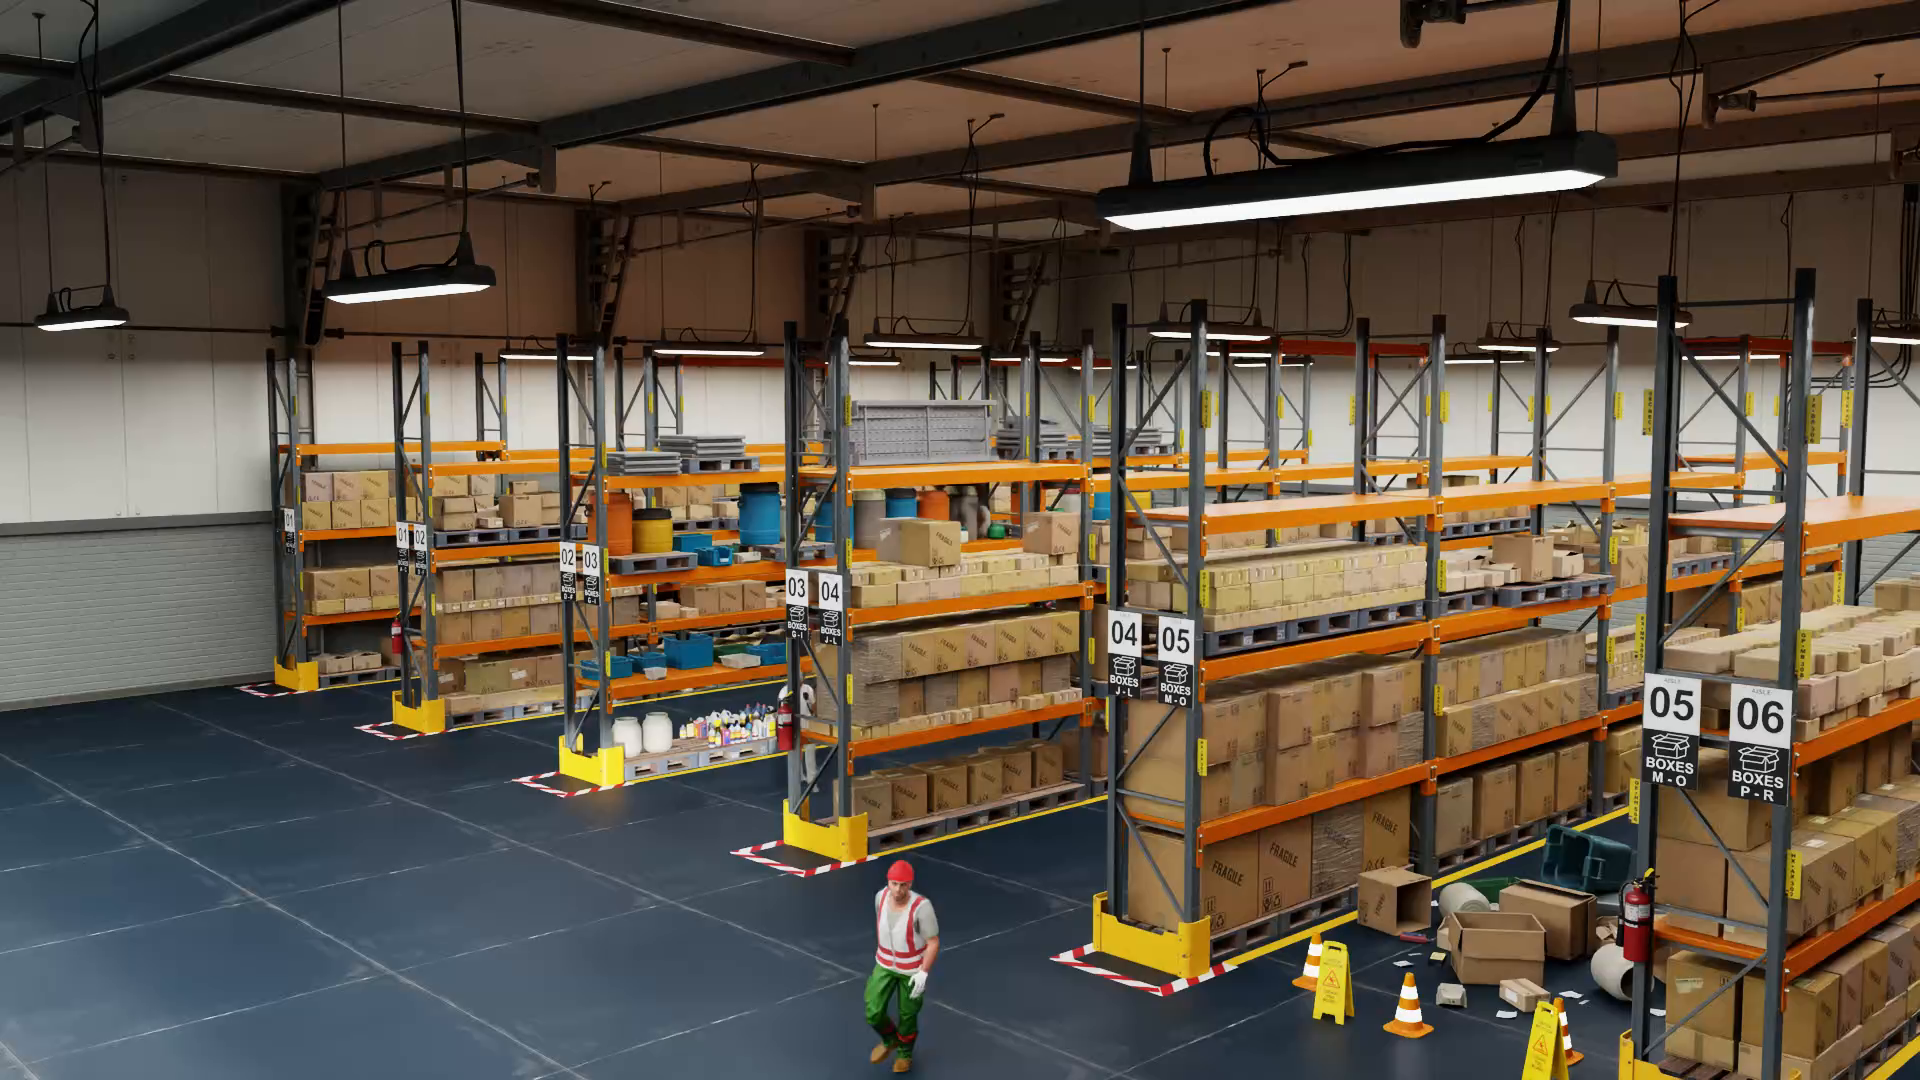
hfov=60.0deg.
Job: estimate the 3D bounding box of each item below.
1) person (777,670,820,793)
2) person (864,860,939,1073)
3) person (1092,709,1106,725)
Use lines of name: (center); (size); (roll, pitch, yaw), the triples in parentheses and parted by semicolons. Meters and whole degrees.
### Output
person: (-2.102, 2.464, 21.879); (0.601, 1.601, 1.003); (0, 5, 2)
person: (-0.425, 3.213, 12.509); (0.631, 1.726, 0.698); (2, 5, 20)
person: (1.985, 2.236, 24.360); (0.523, 1.698, 0.577); (-1, 5, -9)
